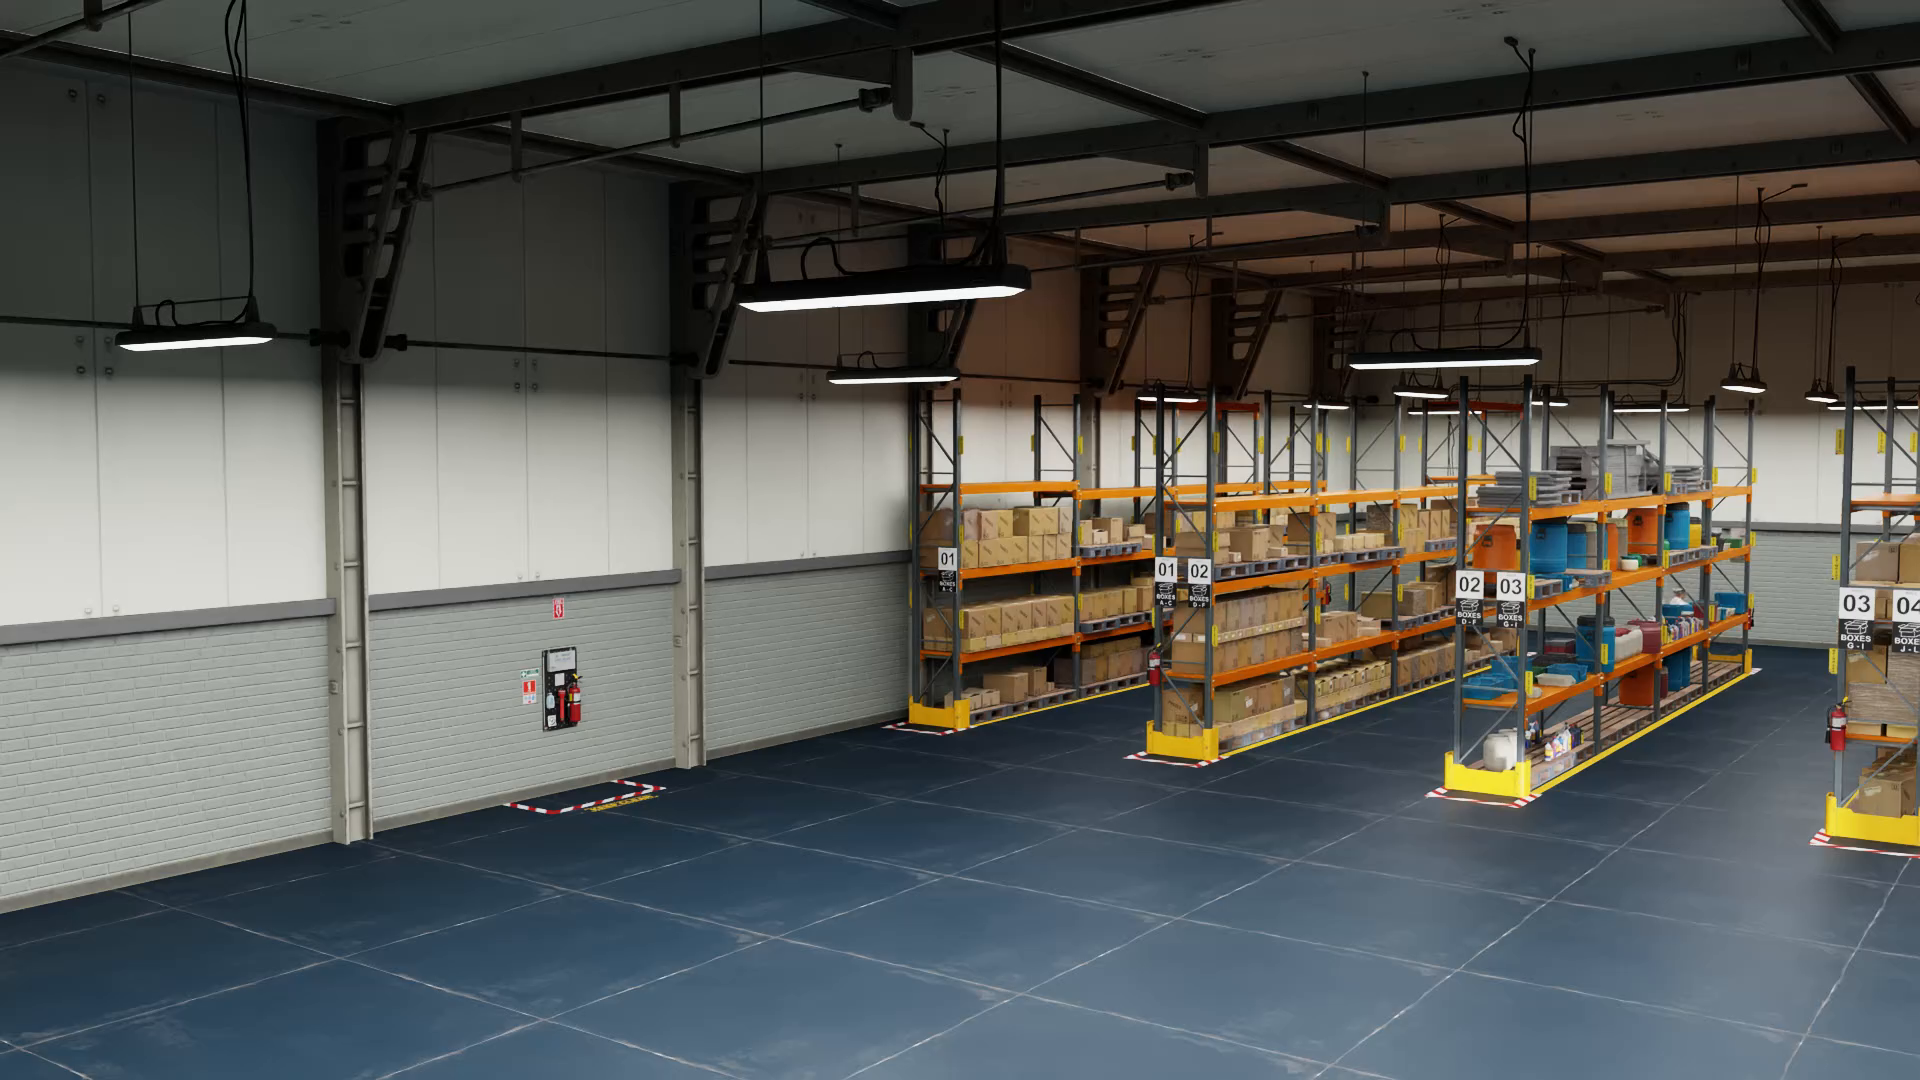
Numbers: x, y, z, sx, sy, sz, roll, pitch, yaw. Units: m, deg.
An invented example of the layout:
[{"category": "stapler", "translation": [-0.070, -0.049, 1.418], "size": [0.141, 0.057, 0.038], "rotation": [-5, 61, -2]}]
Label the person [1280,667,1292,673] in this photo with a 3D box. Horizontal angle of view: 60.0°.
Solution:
[{"category": "person", "translation": [6.666, 2.245, 34.485], "size": [0.966, 1.540, 0.429], "rotation": [-3, 4, -42]}]

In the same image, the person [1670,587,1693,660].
[{"category": "person", "translation": [16.517, 1.952, 38.281], "size": [0.865, 1.744, 0.546], "rotation": [0, 3, 2]}]
